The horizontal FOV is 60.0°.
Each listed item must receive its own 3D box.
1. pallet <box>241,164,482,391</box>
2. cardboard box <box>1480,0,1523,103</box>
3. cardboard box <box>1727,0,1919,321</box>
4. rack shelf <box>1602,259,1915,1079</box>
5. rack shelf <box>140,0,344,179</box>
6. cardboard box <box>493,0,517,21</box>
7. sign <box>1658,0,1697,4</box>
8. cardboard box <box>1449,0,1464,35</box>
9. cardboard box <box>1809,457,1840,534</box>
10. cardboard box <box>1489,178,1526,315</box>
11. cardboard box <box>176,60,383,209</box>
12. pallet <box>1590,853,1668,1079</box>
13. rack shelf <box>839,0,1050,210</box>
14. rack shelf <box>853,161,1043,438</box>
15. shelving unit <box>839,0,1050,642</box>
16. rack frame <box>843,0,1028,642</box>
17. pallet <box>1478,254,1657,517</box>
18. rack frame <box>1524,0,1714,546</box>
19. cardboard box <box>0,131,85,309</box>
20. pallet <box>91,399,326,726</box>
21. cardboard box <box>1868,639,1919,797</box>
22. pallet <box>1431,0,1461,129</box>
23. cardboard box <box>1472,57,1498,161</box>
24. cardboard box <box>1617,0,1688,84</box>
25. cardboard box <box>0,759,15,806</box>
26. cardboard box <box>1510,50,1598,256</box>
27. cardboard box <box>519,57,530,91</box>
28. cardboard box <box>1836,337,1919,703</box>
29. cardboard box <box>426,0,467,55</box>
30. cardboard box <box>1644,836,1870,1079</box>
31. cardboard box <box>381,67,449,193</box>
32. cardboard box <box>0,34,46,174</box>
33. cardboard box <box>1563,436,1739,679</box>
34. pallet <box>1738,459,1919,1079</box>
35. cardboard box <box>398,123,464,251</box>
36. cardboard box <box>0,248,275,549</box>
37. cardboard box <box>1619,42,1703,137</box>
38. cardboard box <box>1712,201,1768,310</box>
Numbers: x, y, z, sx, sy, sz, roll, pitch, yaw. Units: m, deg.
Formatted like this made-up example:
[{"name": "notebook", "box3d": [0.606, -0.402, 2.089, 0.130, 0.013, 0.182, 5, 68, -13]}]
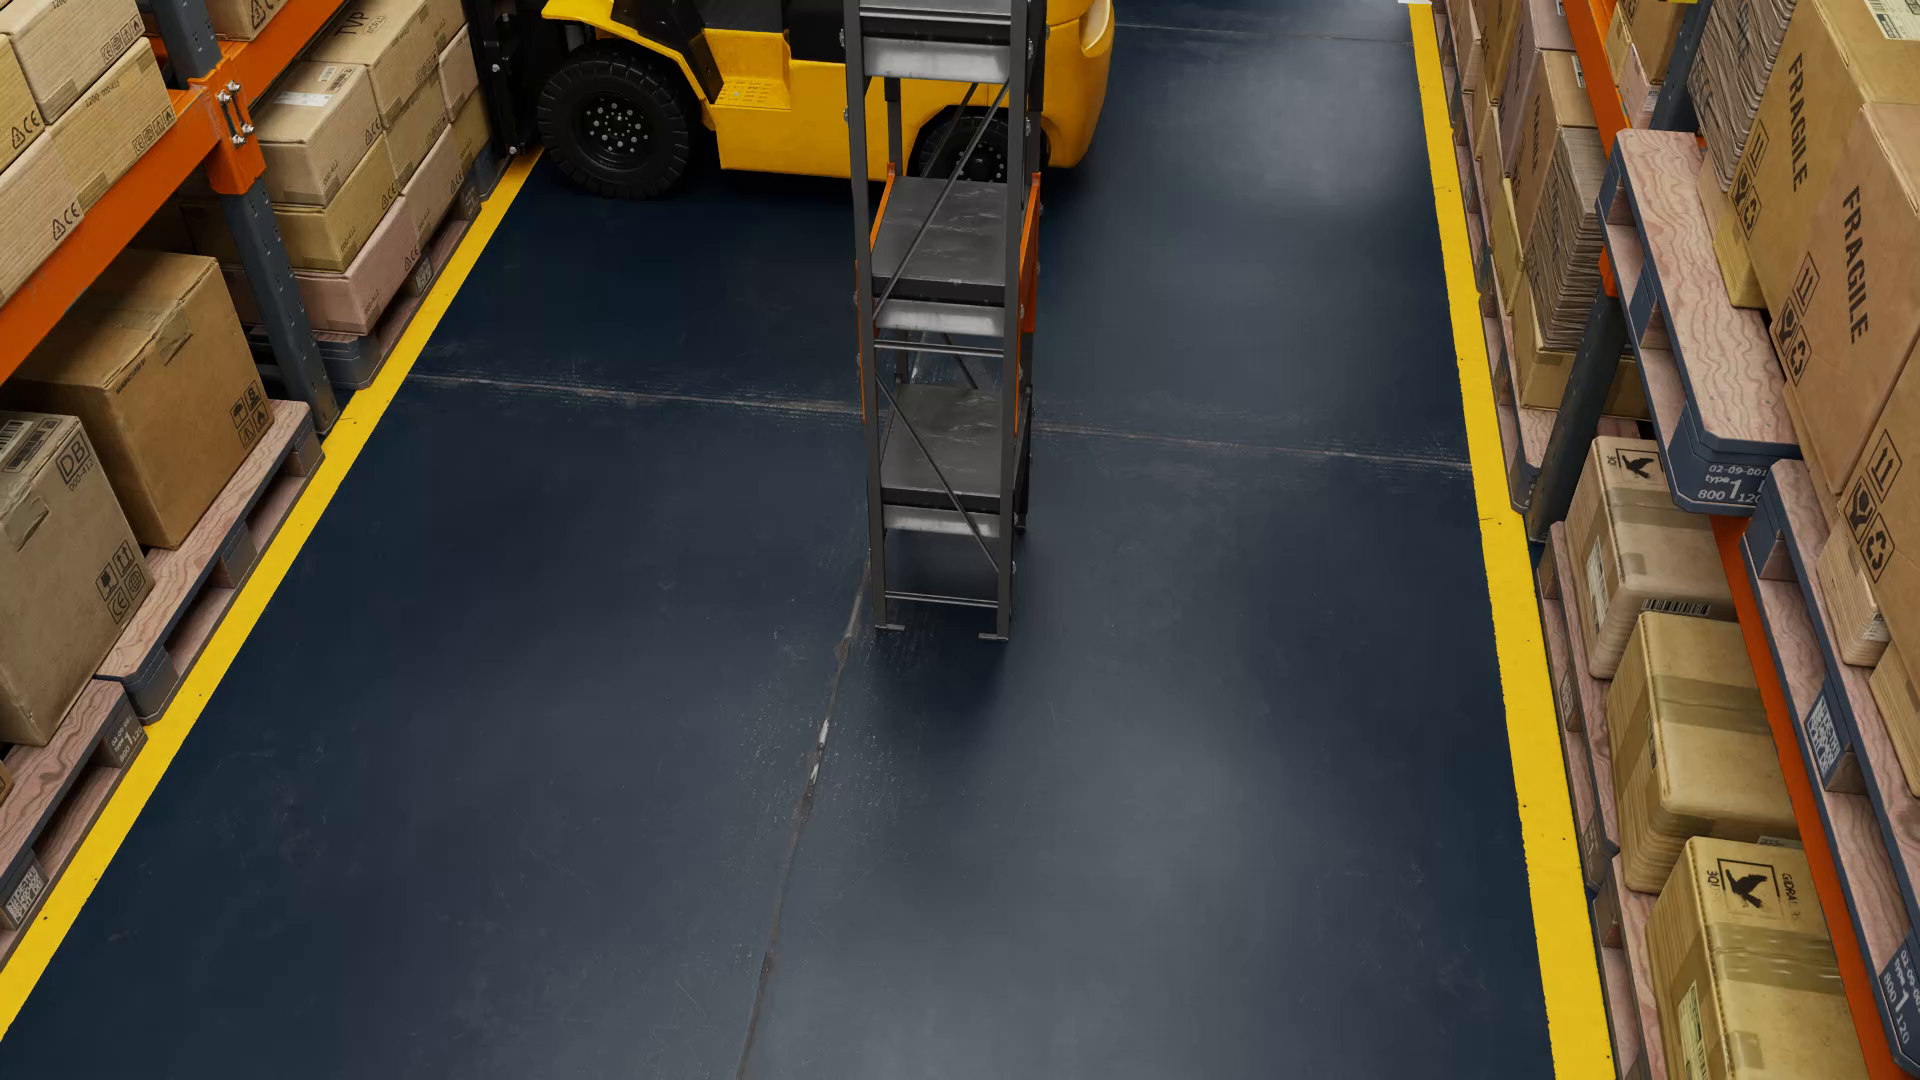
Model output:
[{"name": "pallet", "box3d": [-2.480, -1.049, 6.204, 1.003, 0.211, 1.213, 5, 44, 6]}, {"name": "cardboard box", "box3d": [2.301, -1.988, 6.317, 0.500, 0.500, 0.500, 6, 44, 6]}, {"name": "cardboard box", "box3d": [1.882, -0.736, 3.251, 0.500, 0.500, 0.500, 5, 44, 6]}, {"name": "rack shelf", "box3d": [2.030, 0.550, 3.011, 1.077, 0.370, 4.000, 5, 44, 6]}, {"name": "rack shelf", "box3d": [-2.362, -2.625, 6.364, 1.077, 0.370, 4.000, 5, 44, 6]}, {"name": "cardboard box", "box3d": [-2.046, -2.189, 6.711, 0.500, 0.250, 0.500, 5, 44, 5]}, {"name": "sign", "box3d": [1.755, -1.433, 3.952, 0.100, 0.325, 0.005, 5, 44, 6]}, {"name": "cardboard box", "box3d": [2.442, -2.430, 7.329, 0.500, 0.250, 0.500, 5, 44, 5]}, {"name": "cardboard box", "box3d": [1.795, -0.078, 3.028, 0.380, 0.149, 0.250, 6, 44, 6]}, {"name": "cardboard box", "box3d": [2.166, -1.019, 5.839, 0.500, 0.250, 0.500, 4, 44, 4]}, {"name": "cardboard box", "box3d": [-2.251, -1.341, 5.452, 0.500, 0.250, 0.500, 5, 44, 5]}, {"name": "pallet", "box3d": [2.034, 1.303, 3.721, 1.003, 0.211, 1.213, 5, 44, 6]}, {"name": "rack shelf", "box3d": [-0.022, -1.148, 3.937, 0.431, 0.518, 0.480, 5, 44, 6]}, {"name": "rack shelf", "box3d": [-0.022, -0.640, 4.418, 0.431, 0.518, 0.480, 5, 44, 6]}, {"name": "shelving unit", "box3d": [-0.022, -0.650, 4.409, 0.431, 2.100, 0.503, 5, 44, 6]}, {"name": "rack frame", "box3d": [-0.054, -0.483, 4.233, 0.400, 2.100, 0.015, 5, 44, 6]}, {"name": "pallet", "box3d": [2.348, -0.523, 5.648, 1.003, 0.211, 1.213, 5, 44, 6]}, {"name": "rack frame", "box3d": [2.294, -1.074, 4.203, 1.000, 3.000, 0.127, 5, 44, 6]}, {"name": "cardboard box", "box3d": [-2.495, -0.758, 3.978, 0.500, 0.250, 0.500, 5, 44, 5]}, {"name": "pallet", "box3d": [-2.685, -0.005, 5.101, 1.003, 0.211, 1.213, 5, 44, 6]}, {"name": "cardboard box", "box3d": [1.702, 0.283, 2.647, 0.380, 0.149, 0.250, 4, 44, 4]}, {"name": "pallet", "box3d": [2.671, -2.186, 7.405, 1.003, 0.211, 1.213, 5, 44, 6]}, {"name": "cardboard box", "box3d": [2.308, -1.710, 6.568, 0.500, 0.250, 0.500, 8, 44, 8]}, {"name": "cardboard box", "box3d": [2.106, -1.544, 4.410, 0.500, 0.500, 0.500, 4, 44, 4]}, {"name": "cardboard box", "box3d": [-2.892, 0.584, 3.873, 0.875, 0.625, 0.625, 4, 44, 4]}, {"name": "cardboard box", "box3d": [2.172, -1.275, 5.564, 0.500, 0.500, 0.500, 6, 44, 6]}, {"name": "cardboard box", "box3d": [-2.043, -2.020, 6.896, 0.500, 0.250, 0.500, 7, 44, 7]}, {"name": "cardboard box", "box3d": [1.746, -0.049, 2.526, 0.500, 0.500, 0.500, 4, 44, 4]}, {"name": "cardboard box", "box3d": [-2.119, -2.029, 6.178, 0.500, 0.250, 0.500, 7, 44, 7]}, {"name": "cardboard box", "box3d": [2.045, 1.049, 3.566, 0.950, 0.372, 0.625, 7, 44, 7]}, {"name": "cardboard box", "box3d": [-2.192, -1.504, 5.987, 0.500, 0.250, 0.500, 5, 44, 5]}, {"name": "cardboard box", "box3d": [-2.499, -0.941, 3.807, 0.500, 0.250, 0.500, 4, 44, 4]}, {"name": "cardboard box", "box3d": [2.227, 0.085, 4.584, 0.950, 0.372, 0.625, 6, 44, 6]}, {"name": "pallet", "box3d": [1.987, 0.369, 2.819, 1.003, 0.211, 1.213, 5, 44, 6]}, {"name": "cardboard box", "box3d": [-2.182, -1.324, 6.161, 0.500, 0.250, 0.500, 4, 44, 5]}, {"name": "cardboard box", "box3d": [-2.684, -0.456, 4.972, 0.875, 0.625, 0.625, 7, 44, 7]}, {"name": "cardboard box", "box3d": [2.035, -1.230, 4.550, 0.380, 0.149, 0.250, 5, 44, 5]}, {"name": "cardboard box", "box3d": [1.866, -0.618, 3.599, 0.380, 0.149, 0.250, 6, 44, 6]}]
